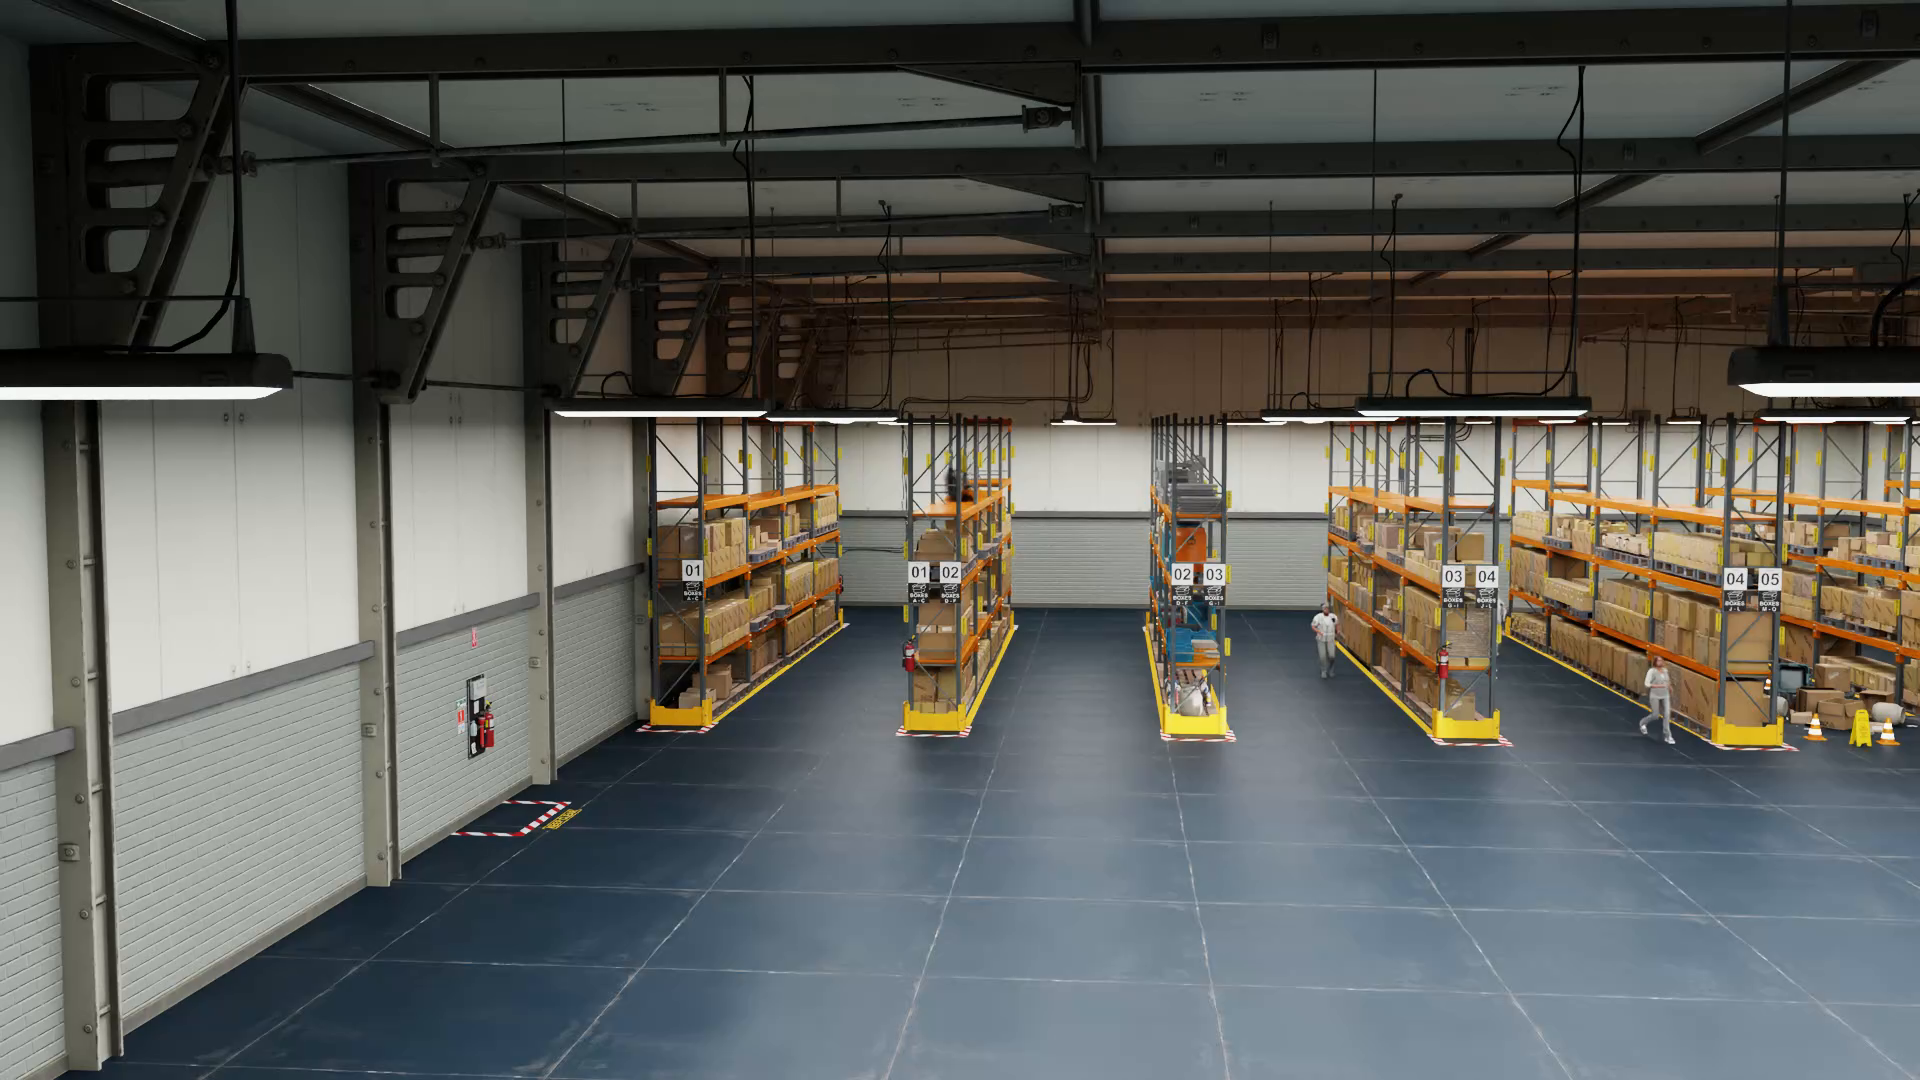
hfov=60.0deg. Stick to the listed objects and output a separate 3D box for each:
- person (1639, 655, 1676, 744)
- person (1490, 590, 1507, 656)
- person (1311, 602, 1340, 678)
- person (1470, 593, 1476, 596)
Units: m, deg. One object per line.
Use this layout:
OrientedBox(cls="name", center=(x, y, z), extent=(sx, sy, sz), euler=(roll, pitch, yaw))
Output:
OrientedBox(cls="person", center=(12.807, 2.889, 30.386), extent=(0.555, 1.548, 0.924), euler=(0, 4, -5))
OrientedBox(cls="person", center=(13.561, 2.067, 42.162), extent=(0.623, 1.670, 0.680), euler=(0, 4, 3))
OrientedBox(cls="person", center=(8.375, 2.289, 38.047), extent=(0.659, 1.770, 0.645), euler=(0, 4, 7))
OrientedBox(cls="person", center=(14.321, 1.713, 46.888), extent=(0.805, 1.714, 0.756), euler=(-3, 5, -39))
